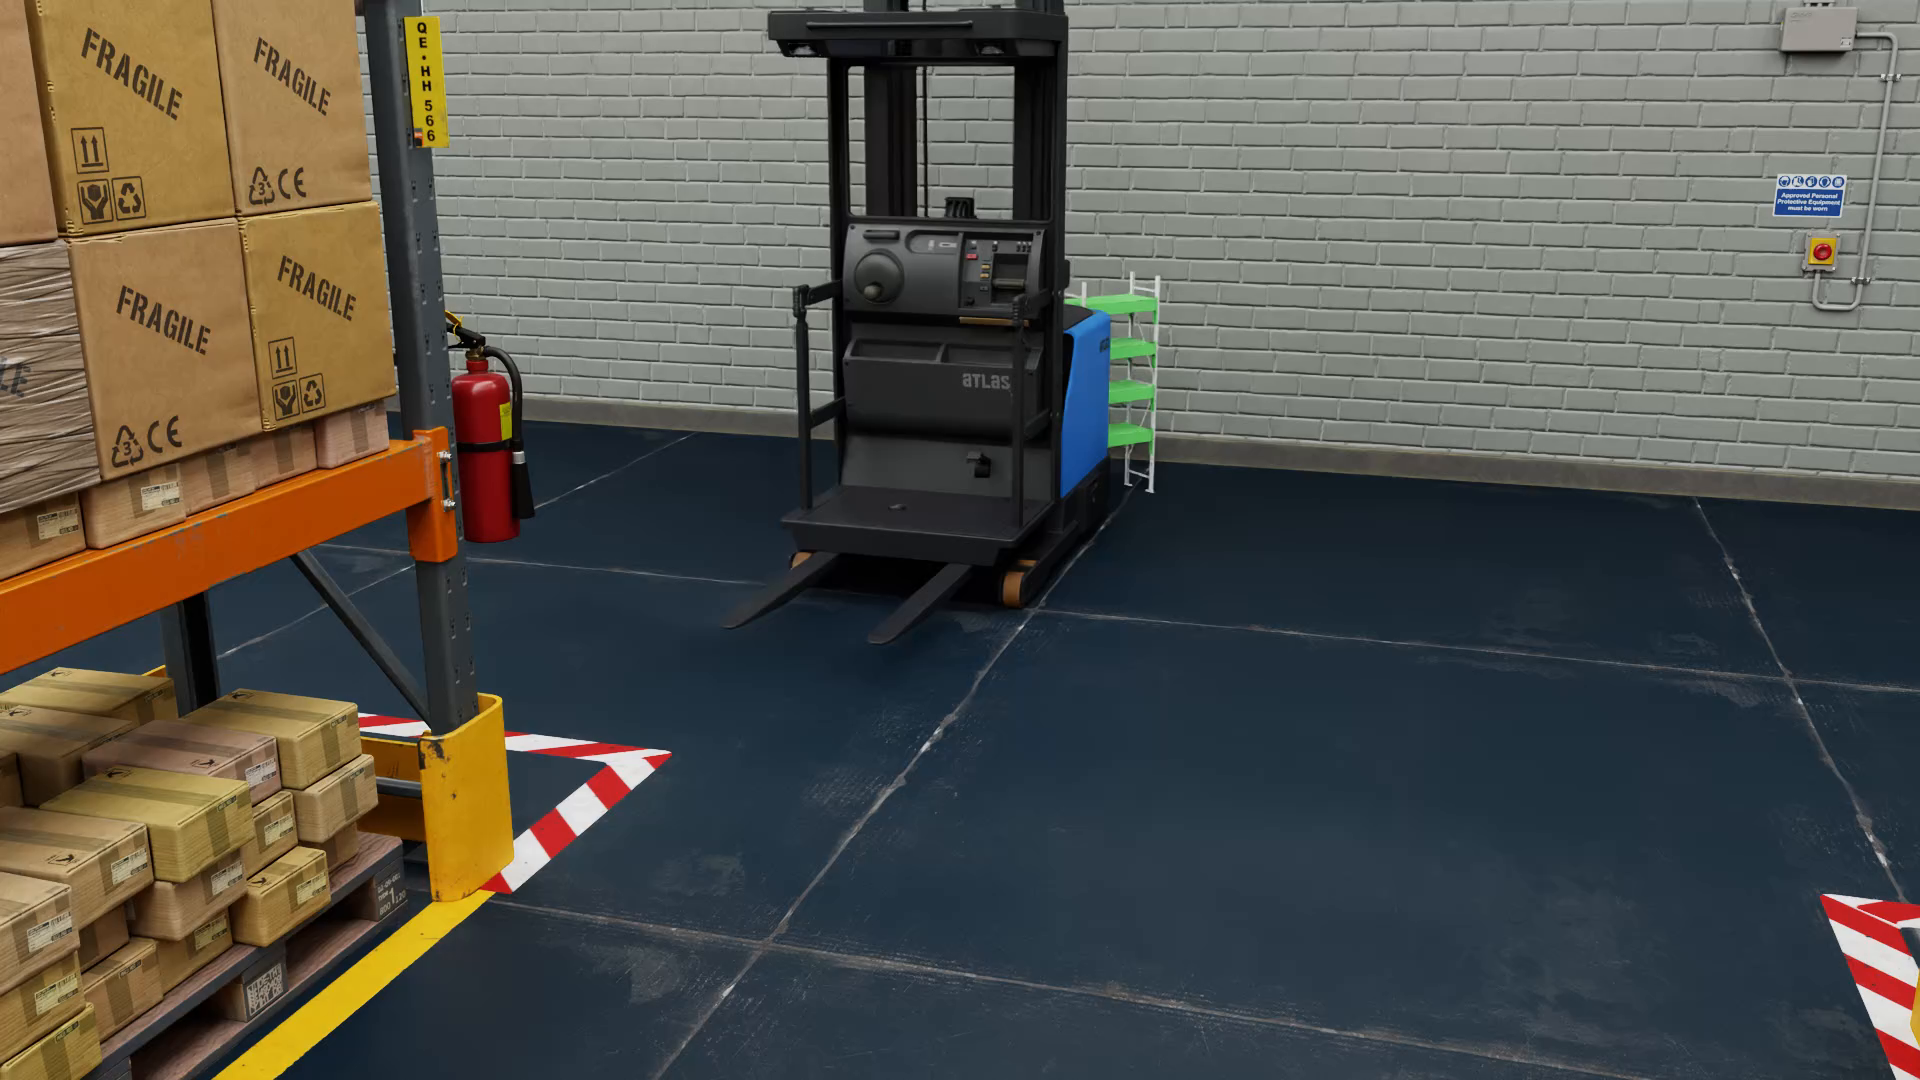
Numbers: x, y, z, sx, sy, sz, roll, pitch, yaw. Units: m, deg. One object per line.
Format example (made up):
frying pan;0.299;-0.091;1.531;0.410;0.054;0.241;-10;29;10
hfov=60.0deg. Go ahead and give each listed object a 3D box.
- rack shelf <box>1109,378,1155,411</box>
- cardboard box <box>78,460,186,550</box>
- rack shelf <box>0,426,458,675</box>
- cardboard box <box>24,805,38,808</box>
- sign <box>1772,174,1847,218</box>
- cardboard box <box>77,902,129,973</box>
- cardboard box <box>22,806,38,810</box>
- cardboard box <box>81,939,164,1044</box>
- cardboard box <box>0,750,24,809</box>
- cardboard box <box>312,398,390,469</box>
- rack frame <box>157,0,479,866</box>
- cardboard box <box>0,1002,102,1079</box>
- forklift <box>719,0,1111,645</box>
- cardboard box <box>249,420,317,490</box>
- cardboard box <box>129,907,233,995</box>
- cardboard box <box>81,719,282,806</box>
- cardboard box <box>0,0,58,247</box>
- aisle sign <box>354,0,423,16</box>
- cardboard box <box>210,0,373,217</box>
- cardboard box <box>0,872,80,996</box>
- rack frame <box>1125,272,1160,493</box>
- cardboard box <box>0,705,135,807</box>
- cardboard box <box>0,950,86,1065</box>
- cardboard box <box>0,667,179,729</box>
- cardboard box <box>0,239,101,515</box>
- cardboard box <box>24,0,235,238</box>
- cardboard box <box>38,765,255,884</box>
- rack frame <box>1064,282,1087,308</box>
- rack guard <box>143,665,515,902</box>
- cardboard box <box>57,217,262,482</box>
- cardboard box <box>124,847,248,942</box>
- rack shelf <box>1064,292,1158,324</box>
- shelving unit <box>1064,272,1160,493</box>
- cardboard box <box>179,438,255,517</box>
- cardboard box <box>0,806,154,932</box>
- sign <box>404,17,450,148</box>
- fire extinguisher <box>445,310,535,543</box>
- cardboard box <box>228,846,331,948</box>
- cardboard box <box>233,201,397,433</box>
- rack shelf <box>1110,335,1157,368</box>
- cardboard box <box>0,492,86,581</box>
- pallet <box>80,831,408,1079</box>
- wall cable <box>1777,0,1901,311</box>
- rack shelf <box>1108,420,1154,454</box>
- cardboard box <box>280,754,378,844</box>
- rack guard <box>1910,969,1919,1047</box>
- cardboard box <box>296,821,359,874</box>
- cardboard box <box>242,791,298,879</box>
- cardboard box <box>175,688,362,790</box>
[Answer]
rack shelf;0.798;-0.771;9.083;0.480;0.148;0.258;-10;18;-31
cardboard box;-1.940;-0.097;3.634;0.380;0.149;0.250;5;17;17
rack shelf;-2.473;0.347;2.927;1.077;0.370;4.000;5;16;16
cardboard box;-2.432;0.688;4.315;0.380;0.149;0.250;5;16;16
sign;4.421;-1.792;8.654;0.327;0.218;0.001;5;16;16
cardboard box;-2.102;0.863;3.701;0.380;0.149;0.250;4;16;15
cardboard box;-2.417;0.759;4.065;0.380;0.149;0.250;5;17;17
cardboard box;-2.046;1.004;3.747;0.380;0.149;0.250;5;17;16
cardboard box;-2.537;0.609;4.050;0.380;0.149;0.250;5;16;16
cardboard box;-1.727;-0.294;4.330;0.380;0.149;0.250;5;16;16
rack frame;-1.905;-0.522;4.674;1.000;3.000;0.127;5;16;16
cardboard box;-2.058;1.076;3.494;0.380;0.149;0.250;4;16;13
forklift;-0.142;-1.232;7.302;1.130;2.935;3.031;5;17;17
cardboard box;-1.833;-0.232;4.111;0.380;0.149;0.250;5;16;16
cardboard box;-1.988;0.939;3.978;0.380;0.149;0.250;5;16;16
cardboard box;-1.939;0.580;4.151;0.380;0.149;0.250;5;17;17
cardboard box;-2.080;-0.786;3.044;0.500;0.500;0.500;6;17;19
aisle sign;-1.597;-1.769;4.304;0.394;0.787;0.004;5;16;16
cardboard box;-1.797;-1.056;3.993;0.500;0.500;0.500;4;16;15
cardboard box;-2.048;0.795;3.393;0.380;0.149;0.250;5;17;18
rack frame;1.005;-0.868;9.190;0.015;1.200;0.240;-10;18;-31
cardboard box;-2.343;0.553;4.247;0.380;0.149;0.250;5;17;17
cardboard box;-2.062;0.937;3.439;0.380;0.149;0.250;5;17;17
cardboard box;-2.380;0.472;4.534;0.380;0.149;0.250;4;16;13
cardboard box;-2.072;-0.308;3.191;0.500;0.500;0.500;5;16;16
cardboard box;-1.941;-0.923;3.526;0.500;0.500;0.500;4;16;14
cardboard box;-1.891;0.658;3.877;0.380;0.149;0.250;4;16;15
rack frame;0.591;-0.797;8.941;0.015;1.200;0.240;-10;18;-31
rack guard;-1.927;0.700;4.945;1.175;0.500;0.348;5;16;16
cardboard box;-1.937;-0.442;3.661;0.500;0.500;0.500;4;16;15
cardboard box;-1.927;0.800;3.920;0.380;0.149;0.250;4;16;14
rack shelf;0.798;-1.233;8.952;0.480;0.148;0.258;-10;18;-31
shelving unit;0.798;-0.833;9.066;0.503;1.200;0.258;-10;18;-31
cardboard box;-1.890;-0.165;3.876;0.380;0.149;0.250;4;16;15
cardboard box;-2.025;0.721;3.656;0.380;0.149;0.250;4;16;14
sign;-1.379;-1.183;4.303;0.100;0.325;0.005;5;16;16
fire extinguisher;-1.391;-0.336;4.841;0.296;0.674;0.183;5;16;16
cardboard box;-1.831;0.876;4.198;0.380;0.149;0.250;5;17;18
cardboard box;-1.786;-0.576;4.135;0.500;0.500;0.500;5;17;17
rack shelf;0.798;-1.002;9.018;0.480;0.148;0.258;-10;18;-31
cardboard box;-2.043;-0.030;3.399;0.380;0.149;0.250;4;16;13
pallet;-2.191;1.049;4.245;1.003;0.211;1.213;5;16;16
wall cable;4.450;-2.146;8.478;0.585;1.953;0.123;5;16;16
rack shelf;0.798;-0.540;9.149;0.480;0.148;0.258;-10;18;-31
cardboard box;-1.781;0.664;4.400;0.380;0.149;0.250;4;16;14
rack guard;2.876;1.031;3.777;1.175;0.500;0.348;5;16;16
cardboard box;-1.855;0.801;4.463;0.380;0.149;0.250;5;17;17
cardboard box;-1.907;0.728;4.174;0.380;0.149;0.250;4;16;15
cardboard box;-1.813;0.519;4.367;0.380;0.149;0.250;5;17;17
